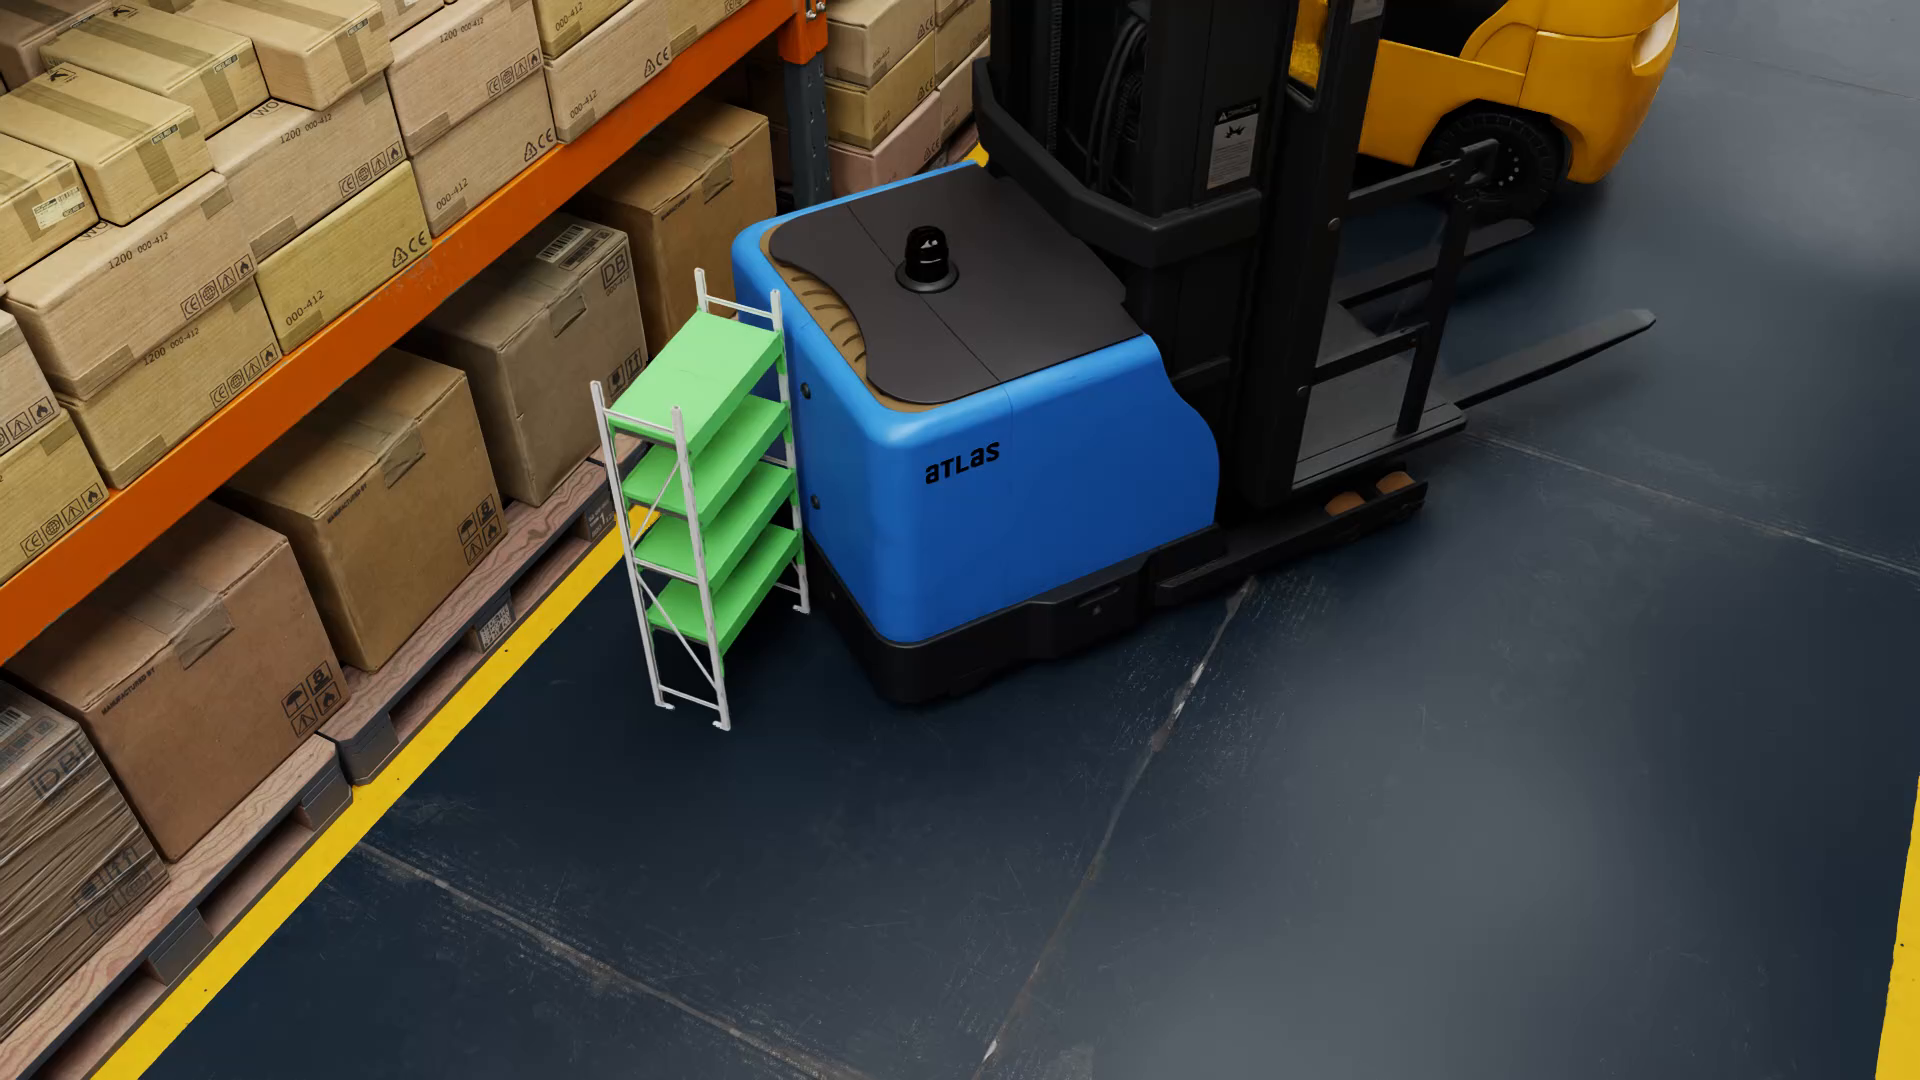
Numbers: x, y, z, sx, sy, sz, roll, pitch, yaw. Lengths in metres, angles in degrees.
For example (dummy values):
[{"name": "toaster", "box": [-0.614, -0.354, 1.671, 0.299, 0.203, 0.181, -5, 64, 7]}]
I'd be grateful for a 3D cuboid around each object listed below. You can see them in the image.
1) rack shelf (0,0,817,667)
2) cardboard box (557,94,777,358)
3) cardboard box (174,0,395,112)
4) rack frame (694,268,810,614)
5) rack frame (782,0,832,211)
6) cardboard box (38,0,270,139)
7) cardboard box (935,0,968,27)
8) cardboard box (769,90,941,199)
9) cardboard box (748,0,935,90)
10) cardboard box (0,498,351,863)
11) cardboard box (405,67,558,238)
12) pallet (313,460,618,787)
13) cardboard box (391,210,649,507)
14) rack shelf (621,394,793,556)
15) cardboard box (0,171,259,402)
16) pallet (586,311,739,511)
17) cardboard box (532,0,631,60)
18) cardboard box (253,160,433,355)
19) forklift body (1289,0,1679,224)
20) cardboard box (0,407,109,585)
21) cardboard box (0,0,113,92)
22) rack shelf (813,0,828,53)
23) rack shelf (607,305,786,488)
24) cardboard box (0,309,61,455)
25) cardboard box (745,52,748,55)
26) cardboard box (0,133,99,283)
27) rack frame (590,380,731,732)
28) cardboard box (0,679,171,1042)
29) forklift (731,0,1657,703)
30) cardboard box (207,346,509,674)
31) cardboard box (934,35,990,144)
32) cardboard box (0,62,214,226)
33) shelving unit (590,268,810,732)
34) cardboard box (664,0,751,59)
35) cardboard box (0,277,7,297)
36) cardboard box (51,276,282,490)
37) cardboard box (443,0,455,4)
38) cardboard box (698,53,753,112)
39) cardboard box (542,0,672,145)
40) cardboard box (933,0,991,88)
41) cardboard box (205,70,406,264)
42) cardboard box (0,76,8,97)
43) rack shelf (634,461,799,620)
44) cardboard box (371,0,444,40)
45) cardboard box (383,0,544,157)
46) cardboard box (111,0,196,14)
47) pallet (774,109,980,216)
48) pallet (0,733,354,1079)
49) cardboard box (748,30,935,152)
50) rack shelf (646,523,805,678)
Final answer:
[{"name": "rack shelf", "box": [-1.856, -0.644, 4.283, 1.077, 0.370, 4.000, 20, 49, 19]}, {"name": "cardboard box", "box": [-1.159, -1.137, 5.639, 0.875, 0.625, 0.625, 23, 50, 21]}, {"name": "cardboard box", "box": [-1.510, -1.124, 3.725, 0.380, 0.149, 0.250, 19, 48, 18]}, {"name": "rack frame", "box": [-0.566, -0.235, 4.639, 0.240, 1.200, 0.015, 17, 48, 16]}, {"name": "rack frame", "box": [-0.927, -2.156, 5.272, 1.000, 3.000, 0.127, 20, 49, 19]}, {"name": "cardboard box", "box": [-1.750, -1.016, 3.618, 0.380, 0.149, 0.250, 20, 49, 19]}, {"name": "cardboard box", "box": [-0.178, -2.209, 6.259, 0.500, 0.250, 0.500, 21, 49, 19]}, {"name": "cardboard box", "box": [-0.409, -1.533, 6.294, 0.500, 0.250, 0.500, 21, 49, 19]}, {"name": "cardboard box", "box": [-0.425, -1.890, 5.944, 0.500, 0.250, 0.500, 20, 49, 18]}, {"name": "cardboard box", "box": [-2.186, 0.248, 4.270, 0.875, 0.625, 0.625, 22, 49, 20]}, {"name": "cardboard box", "box": [-1.415, -1.079, 4.313, 0.500, 0.250, 0.500, 21, 49, 19]}, {"name": "pallet", "box": [-1.800, 0.072, 5.030, 1.003, 0.211, 1.213, 20, 49, 19]}, {"name": "cardboard box", "box": [-1.526, -0.651, 5.158, 0.875, 0.625, 0.625, 20, 49, 19]}, {"name": "rack shelf", "box": [-0.664, -0.200, 4.357, 0.258, 0.148, 0.480, 17, 48, 16]}, {"name": "cardboard box", "box": [-1.869, -0.597, 3.485, 0.500, 0.250, 0.500, 19, 48, 18]}, {"name": "pallet", "box": [-1.235, -0.699, 5.793, 1.003, 0.211, 1.213, 20, 49, 19]}, {"name": "cardboard box", "box": [-1.161, -1.559, 4.436, 0.500, 0.250, 0.500, 19, 48, 18]}, {"name": "cardboard box", "box": [-1.648, -0.751, 3.989, 0.500, 0.250, 0.500, 22, 49, 20]}, {"name": "forklift body", "box": [1.665, -2.581, 6.289, 2.313, 2.155, 1.214, 20, 49, 19]}, {"name": "cardboard box", "box": [-2.124, -0.098, 3.343, 0.500, 0.250, 0.500, 19, 48, 18]}, {"name": "cardboard box", "box": [-2.117, -1.145, 3.746, 0.380, 0.149, 0.250, 22, 49, 20]}, {"name": "rack shelf", "box": [0.001, -3.164, 6.773, 1.077, 0.370, 4.000, 20, 49, 19]}, {"name": "rack shelf", "box": [-0.664, -0.369, 4.186, 0.258, 0.148, 0.480, 17, 48, 16]}, {"name": "cardboard box", "box": [-2.128, -0.274, 3.165, 0.500, 0.250, 0.500, 22, 49, 20]}, {"name": "cardboard box", "box": [-0.870, -2.063, 6.115, 0.500, 0.250, 0.500, 21, 49, 20]}, {"name": "cardboard box", "box": [-1.955, -0.679, 3.286, 0.380, 0.149, 0.250, 21, 49, 19]}, {"name": "rack frame", "box": [-0.762, 0.082, 4.325, 0.240, 1.200, 0.015, 17, 48, 16]}, {"name": "cardboard box", "box": [-2.482, 0.662, 3.861, 0.875, 0.625, 0.625, 22, 49, 20]}, {"name": "forklift", "box": [0.895, -1.330, 4.504, 3.031, 2.935, 1.130, -21, 49, -19]}, {"name": "cardboard box", "box": [-1.874, -0.176, 4.690, 0.875, 0.625, 0.625, 19, 48, 17]}, {"name": "cardboard box", "box": [-0.187, -1.858, 6.615, 0.500, 0.250, 0.500, 19, 48, 18]}, {"name": "cardboard box", "box": [-1.785, -0.820, 3.425, 0.380, 0.149, 0.250, 21, 49, 20]}, {"name": "shelving unit", "box": [-0.664, -0.076, 4.482, 0.258, 1.200, 0.503, 17, 48, 16]}, {"name": "cardboard box", "box": [-0.929, -1.700, 4.927, 0.500, 0.250, 0.500, 22, 49, 20]}, {"name": "cardboard box", "box": [-2.046, -0.511, 3.120, 0.380, 0.149, 0.250, 21, 49, 19]}, {"name": "cardboard box", "box": [-1.891, -0.425, 3.666, 0.500, 0.250, 0.500, 19, 48, 18]}, {"name": "cardboard box", "box": [-1.335, -1.472, 4.069, 0.380, 0.149, 0.250, 19, 48, 18]}, {"name": "cardboard box", "box": [-0.883, -1.888, 6.293, 0.500, 0.250, 0.500, 19, 48, 18]}, {"name": "cardboard box", "box": [-1.158, -1.381, 4.612, 0.500, 0.250, 0.500, 20, 49, 19]}, {"name": "cardboard box", "box": [-0.197, -2.034, 6.438, 0.500, 0.250, 0.500, 20, 49, 19]}, {"name": "cardboard box", "box": [-1.654, -0.927, 3.812, 0.500, 0.250, 0.500, 21, 49, 20]}, {"name": "cardboard box", "box": [-2.331, -1.018, 3.620, 0.380, 0.149, 0.250, 20, 49, 18]}, {"name": "rack shelf", "box": [-0.664, -0.032, 4.527, 0.258, 0.148, 0.480, 17, 48, 16]}, {"name": "cardboard box", "box": [-1.456, -1.316, 3.916, 0.380, 0.149, 0.250, 21, 49, 19]}, {"name": "cardboard box", "box": [-1.403, -1.239, 4.120, 0.500, 0.250, 0.500, 21, 49, 20]}, {"name": "cardboard box", "box": [-2.029, -1.324, 3.923, 0.380, 0.149, 0.250, 21, 49, 19]}, {"name": "pallet", "box": [-0.521, -1.663, 6.746, 1.003, 0.211, 1.213, 20, 49, 19]}, {"name": "pallet", "box": [-2.367, 0.838, 4.273, 1.003, 0.211, 1.213, 20, 49, 19]}, {"name": "cardboard box", "box": [-0.429, -1.716, 6.124, 0.500, 0.250, 0.500, 20, 49, 19]}, {"name": "rack shelf", "box": [-0.664, 0.137, 4.698, 0.258, 0.148, 0.480, 17, 48, 16]}]
